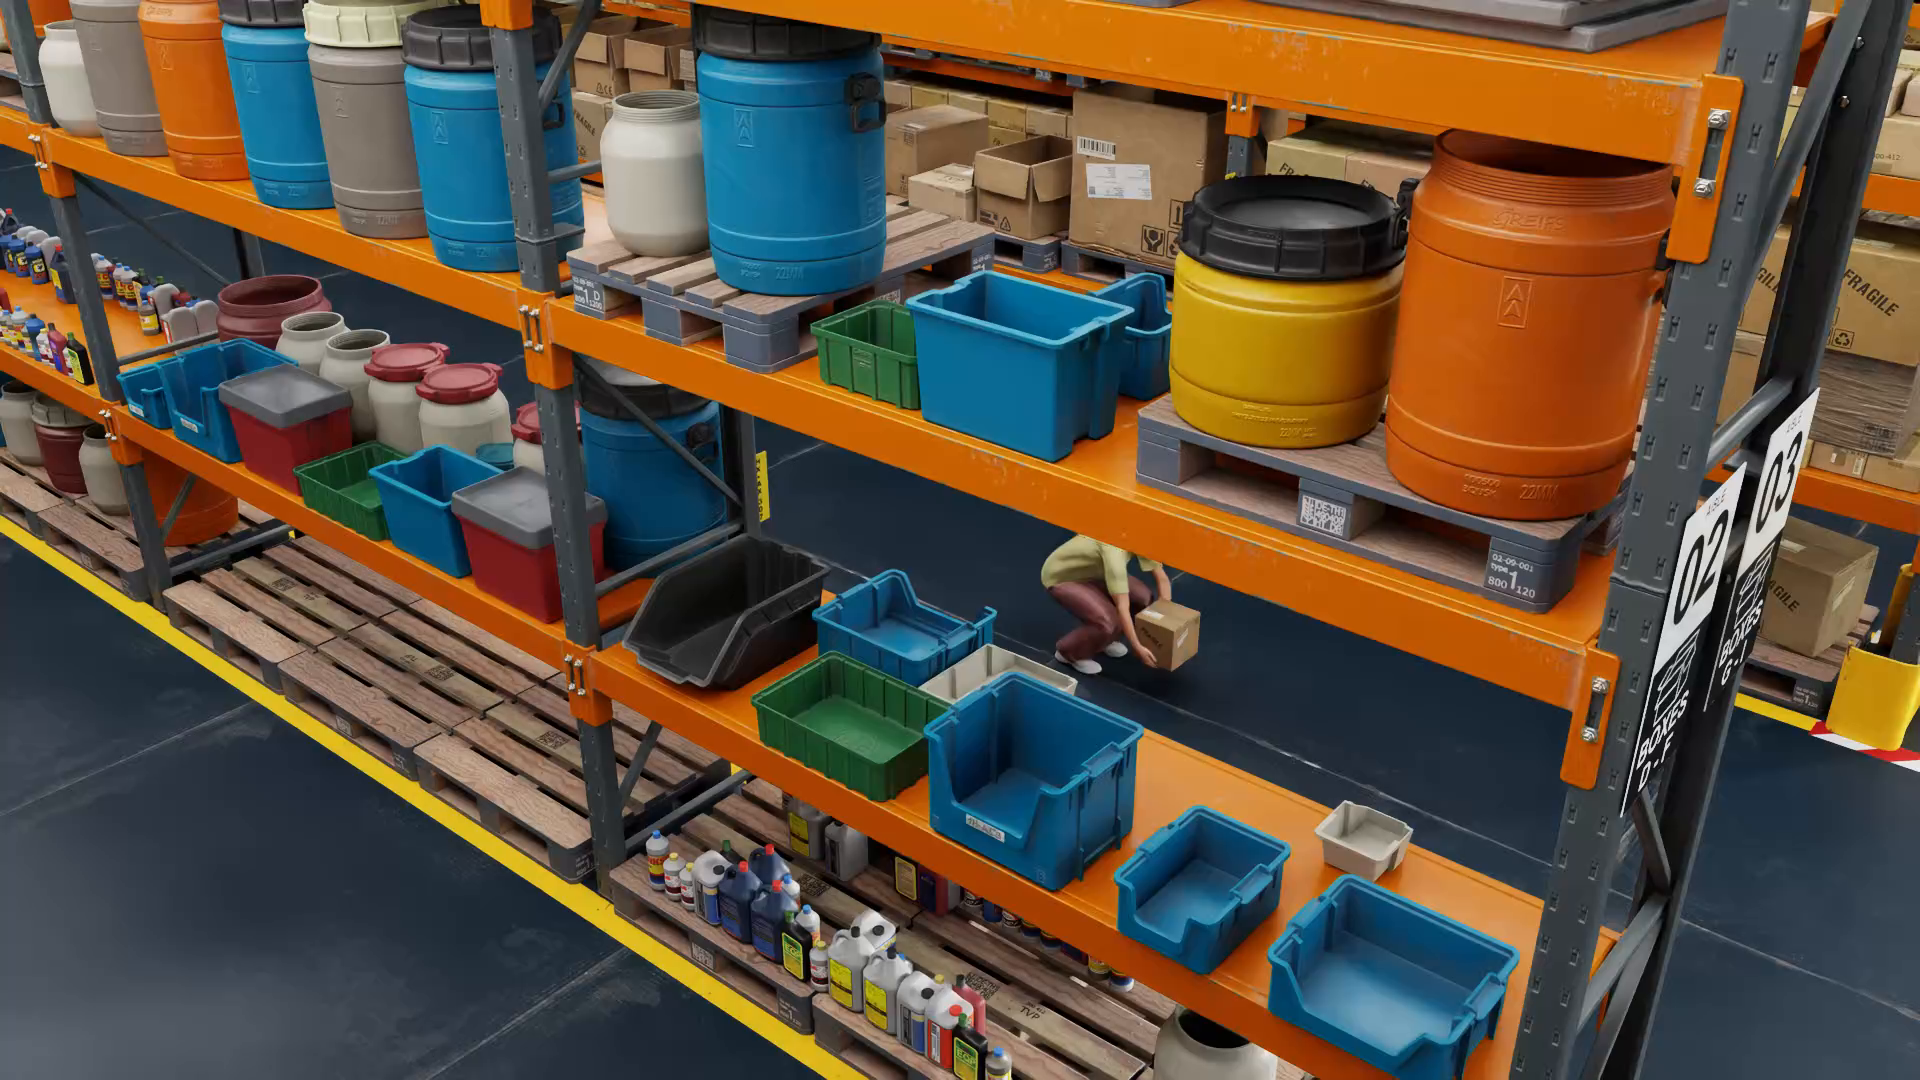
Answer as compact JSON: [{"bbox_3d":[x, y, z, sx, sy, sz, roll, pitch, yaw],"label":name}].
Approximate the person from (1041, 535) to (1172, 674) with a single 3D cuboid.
[{"bbox_3d":[0.829,0.254,8.922,0.798,0.951,0.490,21,34,34],"label":"person"}]
